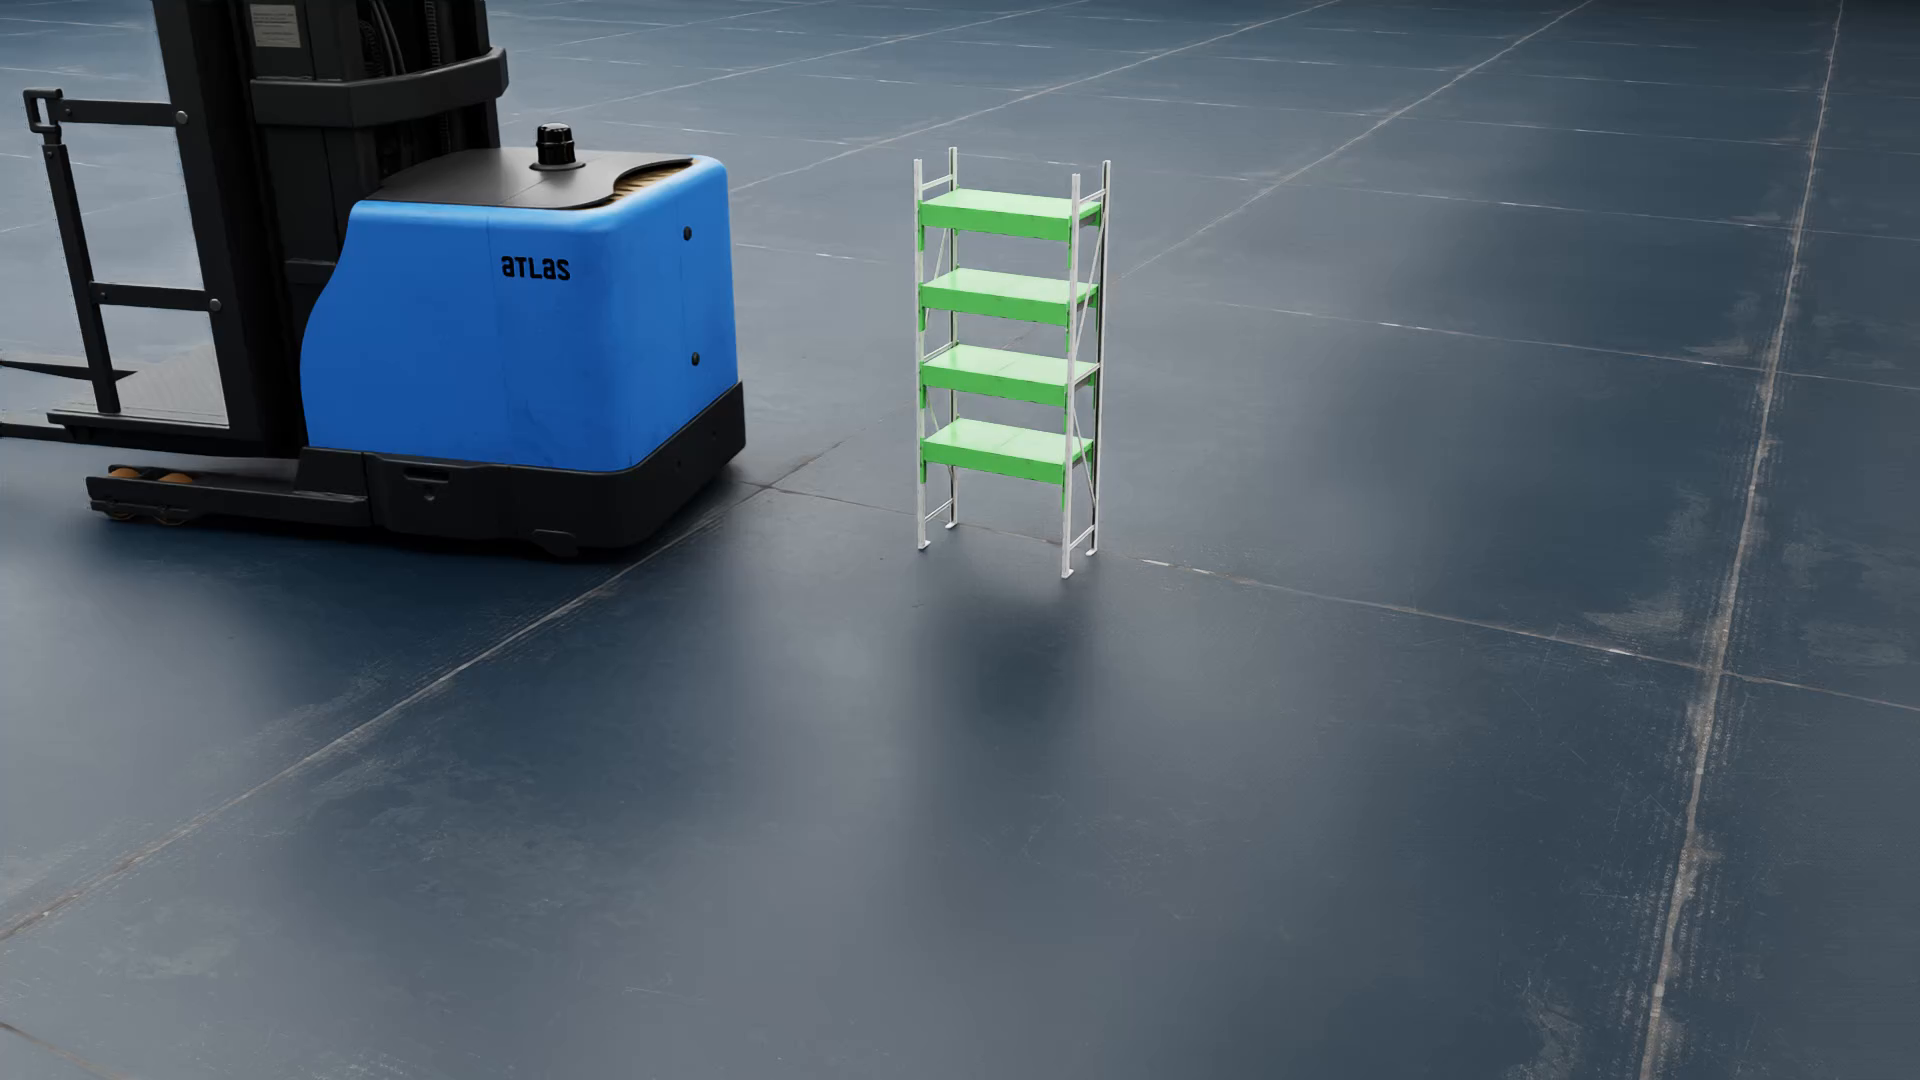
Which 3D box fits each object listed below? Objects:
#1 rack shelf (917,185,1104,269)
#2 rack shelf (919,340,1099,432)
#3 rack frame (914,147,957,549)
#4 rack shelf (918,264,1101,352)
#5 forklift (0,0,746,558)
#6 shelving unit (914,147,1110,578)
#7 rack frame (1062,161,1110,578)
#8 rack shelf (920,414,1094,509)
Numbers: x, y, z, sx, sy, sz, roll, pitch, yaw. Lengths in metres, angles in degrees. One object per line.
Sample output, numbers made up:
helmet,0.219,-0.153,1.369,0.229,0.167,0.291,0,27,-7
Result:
rack shelf,0.148,-0.906,4.784,0.480,0.148,0.258,11,25,25
rack shelf,0.148,-0.464,4.971,0.480,0.148,0.258,11,25,25
rack frame,-0.070,-0.566,5.048,0.015,1.200,0.240,11,25,25
rack shelf,0.148,-0.685,4.878,0.480,0.148,0.258,11,25,25
forklift,-2.327,-1.588,5.238,3.031,2.935,1.130,5,24,13
shelving unit,0.148,-0.523,4.946,0.503,1.200,0.258,11,25,25
rack frame,0.365,-0.480,4.845,0.015,1.200,0.240,11,25,25
rack shelf,0.148,-0.243,5.065,0.480,0.148,0.258,11,25,25
